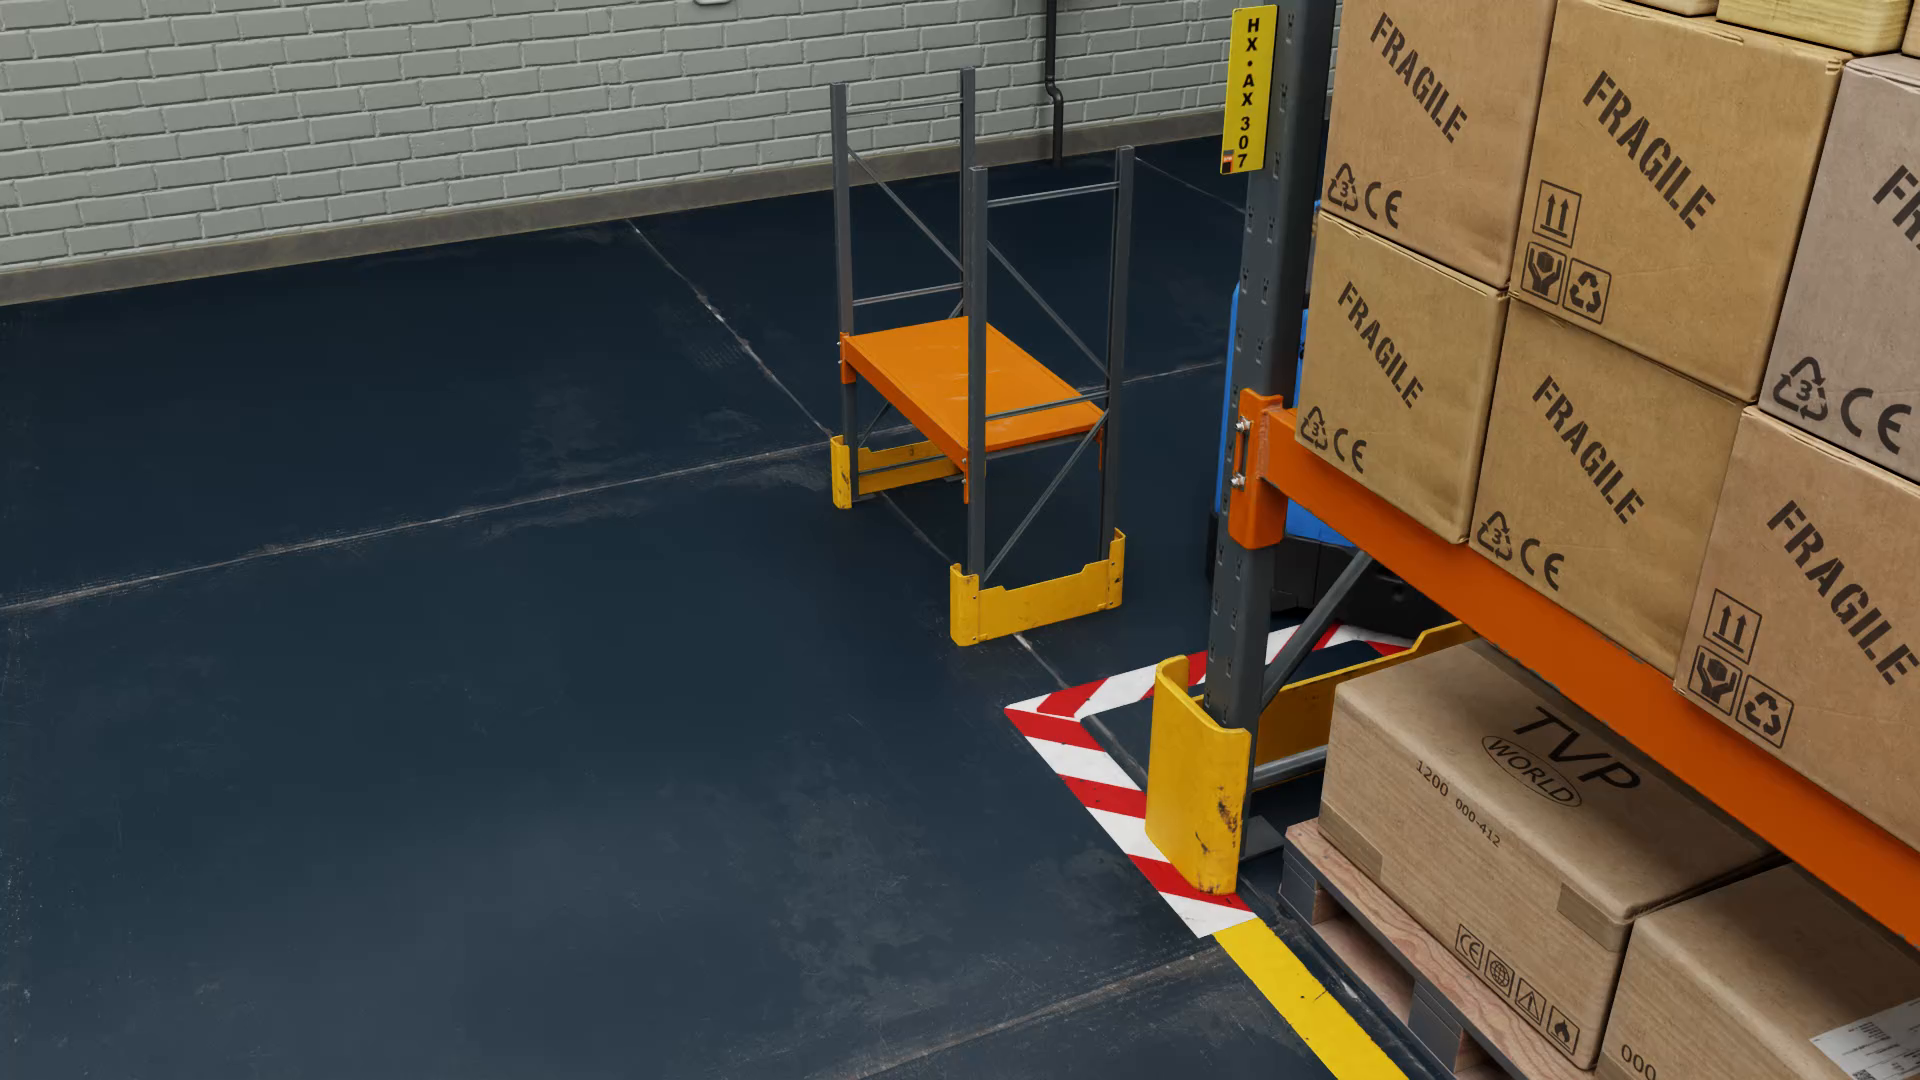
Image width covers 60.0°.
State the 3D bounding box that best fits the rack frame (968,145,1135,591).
[{"bbox_3d":[0.255,-0.392,4.916,0.500,1.500,0.032,-13,32,-22],"label":"rack frame"}]

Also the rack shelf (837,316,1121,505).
[{"bbox_3d":[0.037,-0.460,5.404,0.538,0.185,1.000,-13,32,-22],"label":"rack shelf"}]

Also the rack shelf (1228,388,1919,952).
[{"bbox_3d":[1.936,0.602,2.345,1.077,0.370,4.000,-13,32,-22],"label":"rack shelf"}]

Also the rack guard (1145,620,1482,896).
[{"bbox_3d":[1.067,0.484,4.375,1.175,0.500,0.348,-13,32,-22],"label":"rack guard"}]

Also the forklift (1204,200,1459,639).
[{"bbox_3d":[2.356,-1.004,4.544,3.031,2.935,1.130,12,32,21],"label":"forklift"}]

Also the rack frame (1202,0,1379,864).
[{"bbox_3d":[1.077,-0.595,3.745,1.000,3.000,0.127,-13,32,-22],"label":"rack frame"}]

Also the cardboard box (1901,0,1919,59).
[{"bbox_3d":[1.454,-0.686,2.118,0.380,0.149,0.250,-13,32,-22],"label":"cardboard box"}]

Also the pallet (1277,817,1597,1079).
[{"bbox_3d":[1.491,0.958,3.826,1.003,0.211,1.213,-13,32,-22],"label":"pallet"}]

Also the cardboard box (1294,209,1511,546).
[{"bbox_3d":[1.024,-0.366,3.234,0.500,0.500,0.500,-13,32,-22],"label":"cardboard box"}]

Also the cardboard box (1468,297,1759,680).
[{"bbox_3d":[1.267,-0.149,2.846,0.500,0.500,0.500,-14,32,-23],"label":"cardboard box"}]

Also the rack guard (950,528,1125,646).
[{"bbox_3d":[0.247,0.145,5.236,0.587,0.250,0.087,-13,32,-22],"label":"rack guard"}]

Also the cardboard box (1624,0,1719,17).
[{"bbox_3d":[1.165,-0.903,2.506,0.380,0.149,0.250,-12,31,-20],"label":"cardboard box"}]

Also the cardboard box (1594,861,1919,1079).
[{"bbox_3d":[1.852,1.012,3.068,0.875,0.438,0.875,-12,32,-21],"label":"cardboard box"}]

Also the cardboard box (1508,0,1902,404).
[{"bbox_3d":[1.254,-0.576,2.586,0.500,0.500,0.500,-14,32,-23],"label":"cardboard box"}]

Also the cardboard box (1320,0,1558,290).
[{"bbox_3d":[1.026,-0.803,2.991,0.500,0.500,0.500,-14,32,-23],"label":"cardboard box"}]

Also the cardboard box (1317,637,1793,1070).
[{"bbox_3d":[1.451,0.610,3.786,0.875,0.438,0.875,-14,32,-24],"label":"cardboard box"}]

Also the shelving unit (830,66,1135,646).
[{"bbox_3d":[0.033,-0.620,5.323,0.587,1.500,1.083,-13,32,-22],"label":"shelving unit"}]

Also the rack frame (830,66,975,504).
[{"bbox_3d":[-0.182,-0.841,5.716,0.500,1.500,0.032,-13,32,-22],"label":"rack frame"}]

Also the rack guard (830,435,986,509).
[{"bbox_3d":[-0.181,-0.295,6.021,0.587,0.250,0.087,-13,32,-22],"label":"rack guard"}]

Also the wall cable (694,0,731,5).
[{"bbox_3d":[-1.364,-3.538,7.922,0.585,1.953,0.123,-13,32,-22],"label":"wall cable"}]

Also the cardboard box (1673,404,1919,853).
[{"bbox_3d":[1.469,0.080,2.439,0.500,0.500,0.500,-13,32,-22],"label":"cardboard box"}]

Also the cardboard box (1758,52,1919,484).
[{"bbox_3d":[1.482,-0.351,2.184,0.500,0.500,0.500,-13,32,-22],"label":"cardboard box"}]

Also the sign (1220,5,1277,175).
[{"bbox_3d":[0.574,-0.893,3.310,0.100,0.325,0.005,-13,32,-22],"label":"sign"}]

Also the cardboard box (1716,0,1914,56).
[{"bbox_3d":[1.294,-0.791,2.306,0.380,0.149,0.250,-14,32,-24],"label":"cardboard box"}]

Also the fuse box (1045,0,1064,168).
[{"bbox_3d":[0.596,-2.896,9.165,0.539,1.711,0.414,-13,32,-22],"label":"fuse box"}]
